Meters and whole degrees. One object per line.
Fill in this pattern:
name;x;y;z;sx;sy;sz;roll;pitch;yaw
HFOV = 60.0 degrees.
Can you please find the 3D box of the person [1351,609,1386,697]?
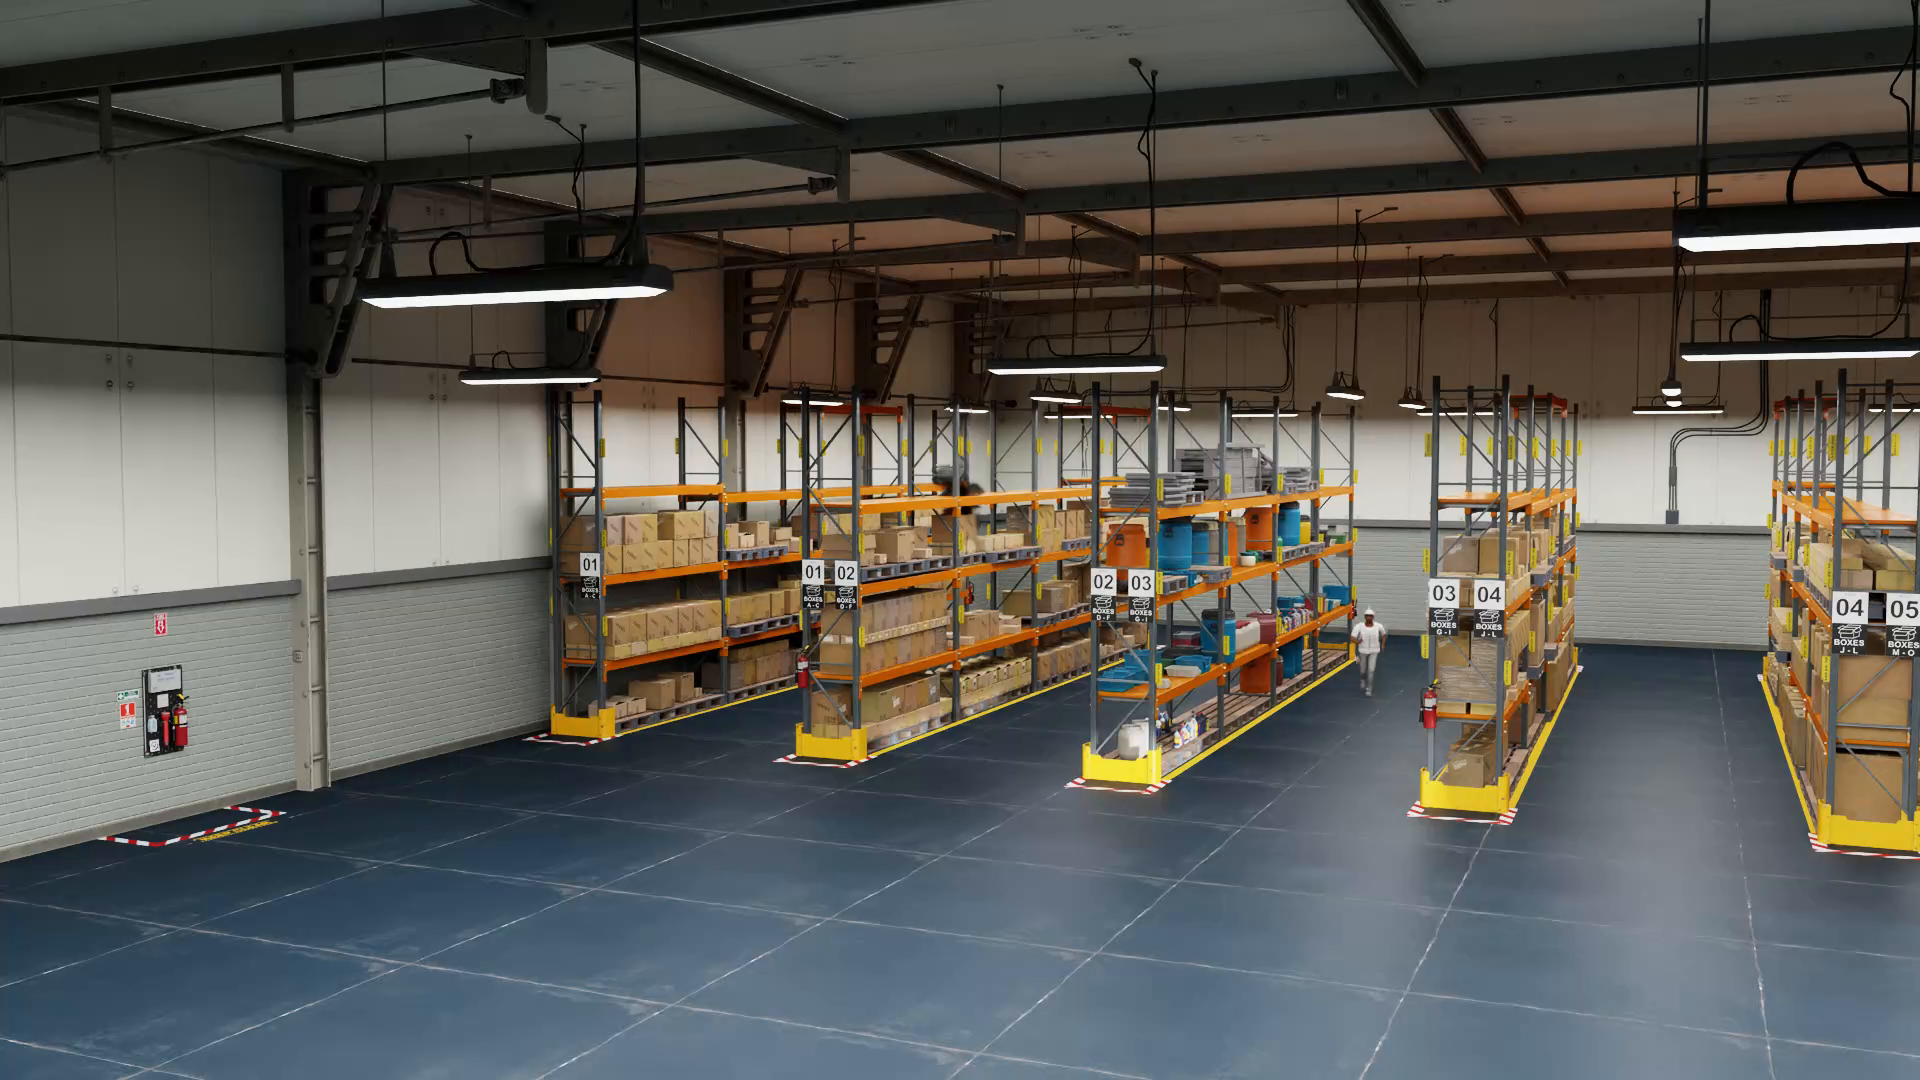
person;8.269;2.264;33.667;0.715;1.741;0.822;1;3;11
